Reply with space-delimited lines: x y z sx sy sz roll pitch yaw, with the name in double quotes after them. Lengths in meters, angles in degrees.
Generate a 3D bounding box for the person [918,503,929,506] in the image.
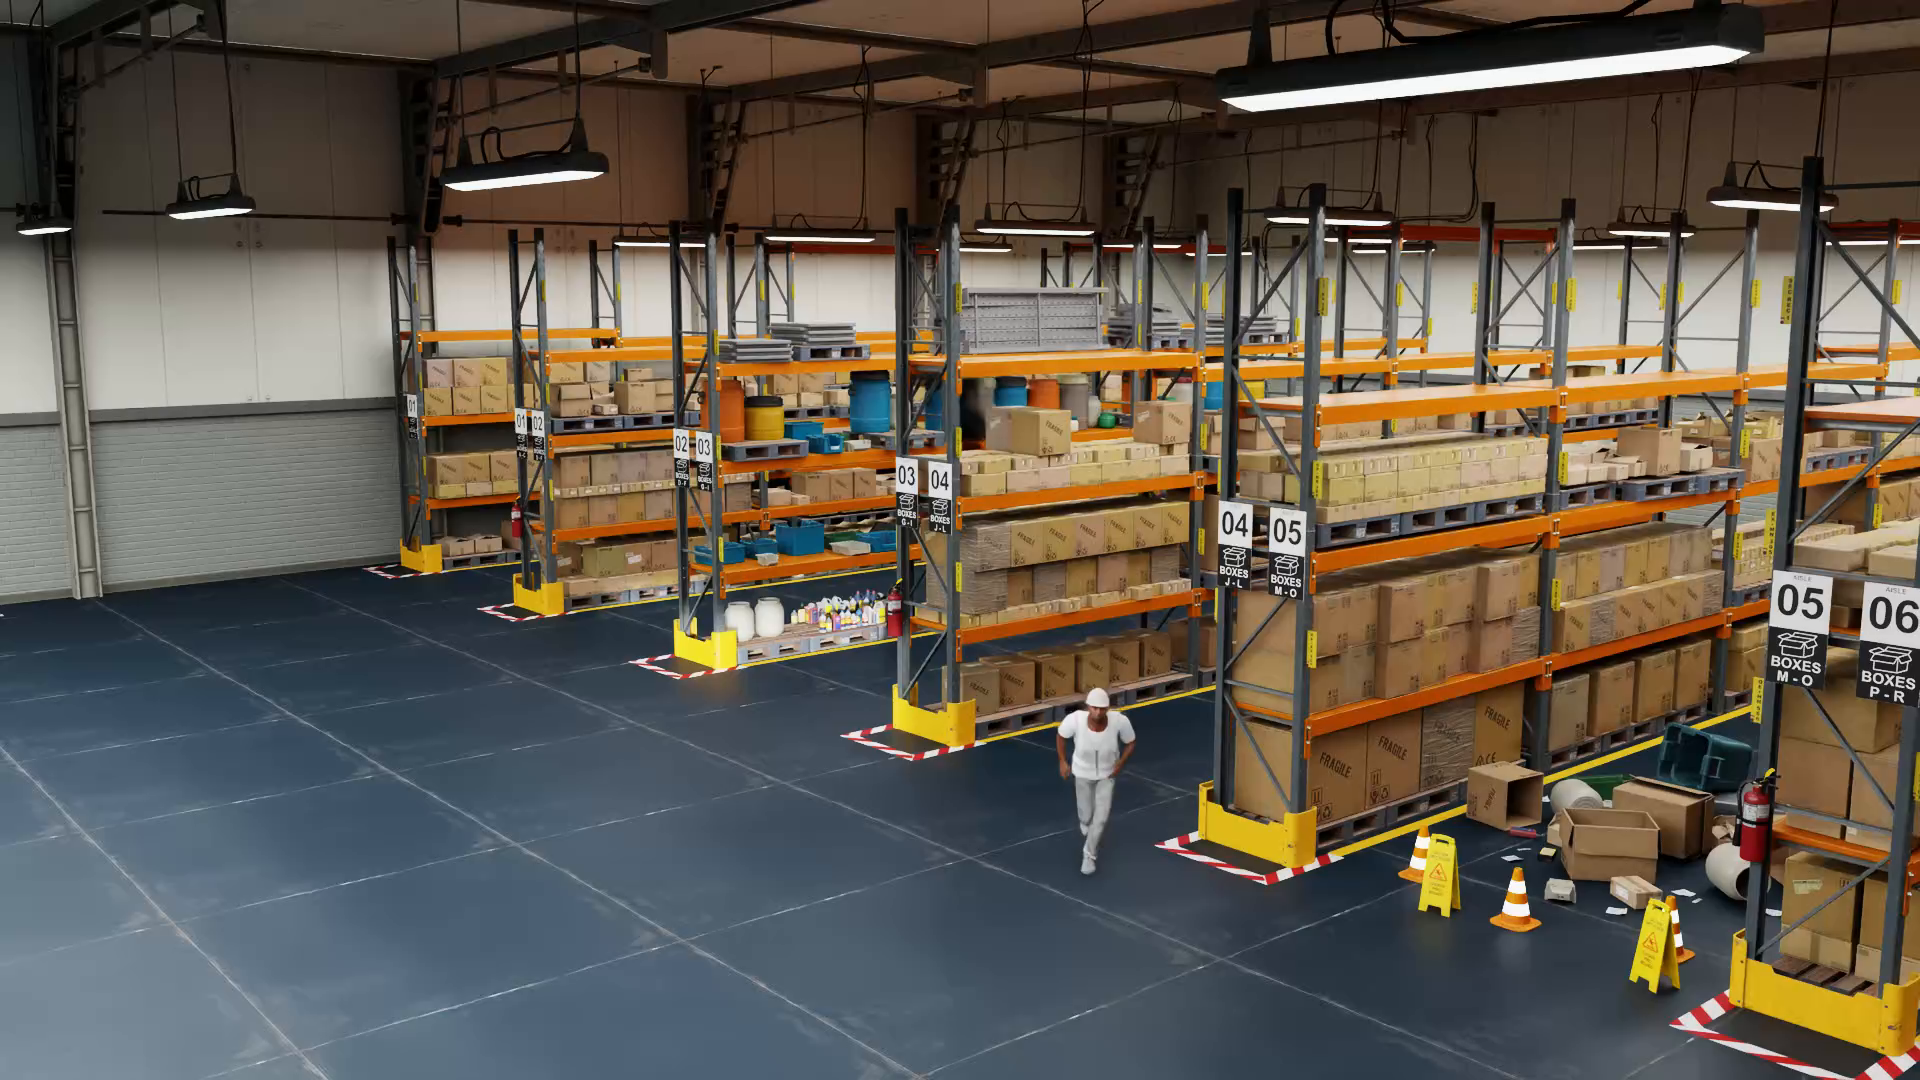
-0.487 -0.361 28.760 0.653 1.706 0.751 8 12 43 "person"

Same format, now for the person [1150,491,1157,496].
3.666 -0.625 32.211 0.952 1.765 0.690 -8 12 -43 "person"

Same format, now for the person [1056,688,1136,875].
1.208 2.095 14.813 0.697 1.693 0.845 0 9 -2 "person"
